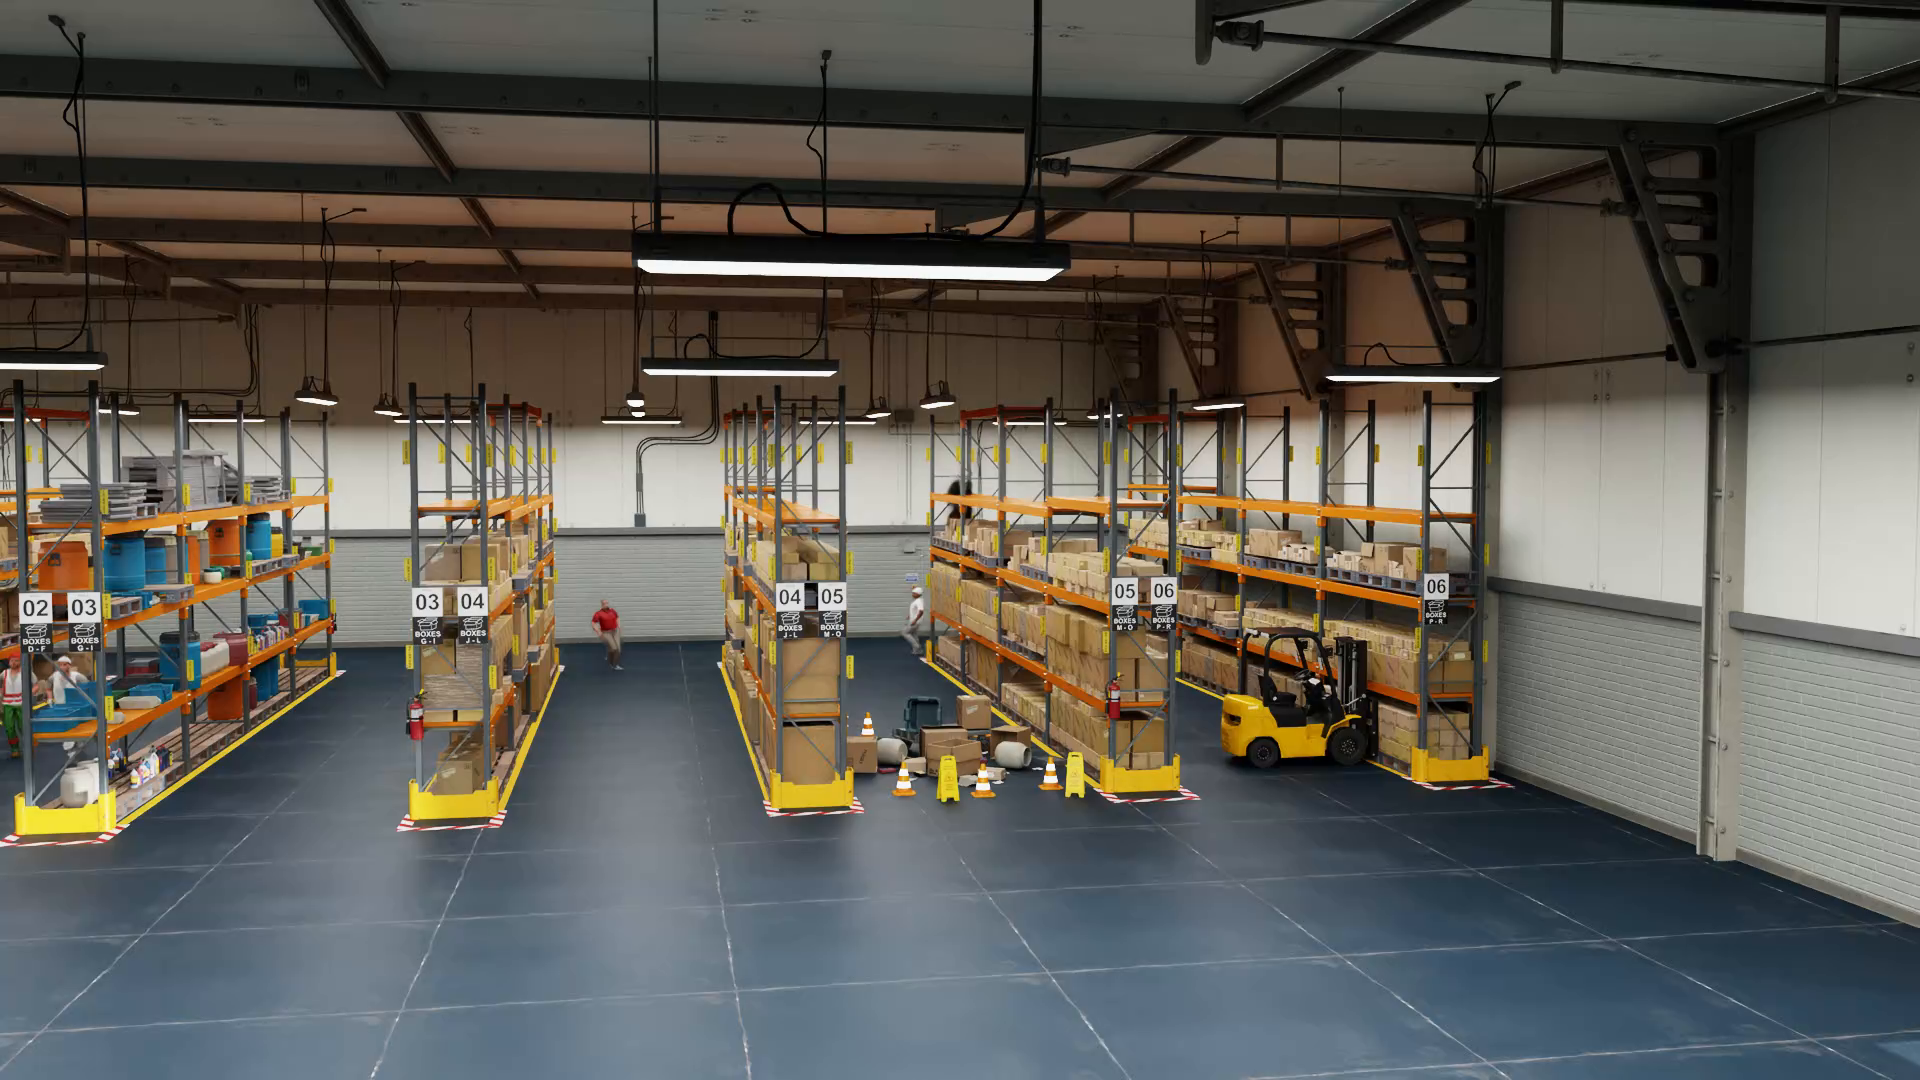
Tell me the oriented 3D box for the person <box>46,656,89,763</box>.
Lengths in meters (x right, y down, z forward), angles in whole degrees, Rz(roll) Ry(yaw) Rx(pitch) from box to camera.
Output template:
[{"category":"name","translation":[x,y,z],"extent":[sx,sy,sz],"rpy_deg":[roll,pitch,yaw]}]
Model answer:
[{"category":"person","translation":[-14.590,2.759,27.207],"extent":[0.678,1.740,0.593],"rpy_deg":[-1,3,-12]}]

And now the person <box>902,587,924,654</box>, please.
[{"category":"person","translation":[-1.163,2.038,41.726],"extent":[0.580,1.699,0.754],"rpy_deg":[0,3,7]}]

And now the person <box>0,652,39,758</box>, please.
[{"category":"person","translation":[-15.672,2.732,27.613],"extent":[0.653,1.737,0.621],"rpy_deg":[-1,3,-18]}]

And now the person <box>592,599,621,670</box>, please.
[{"category":"person","translation":[-8.168,2.212,38.770],"extent":[0.707,1.663,0.513],"rpy_deg":[-3,4,-41]}]
